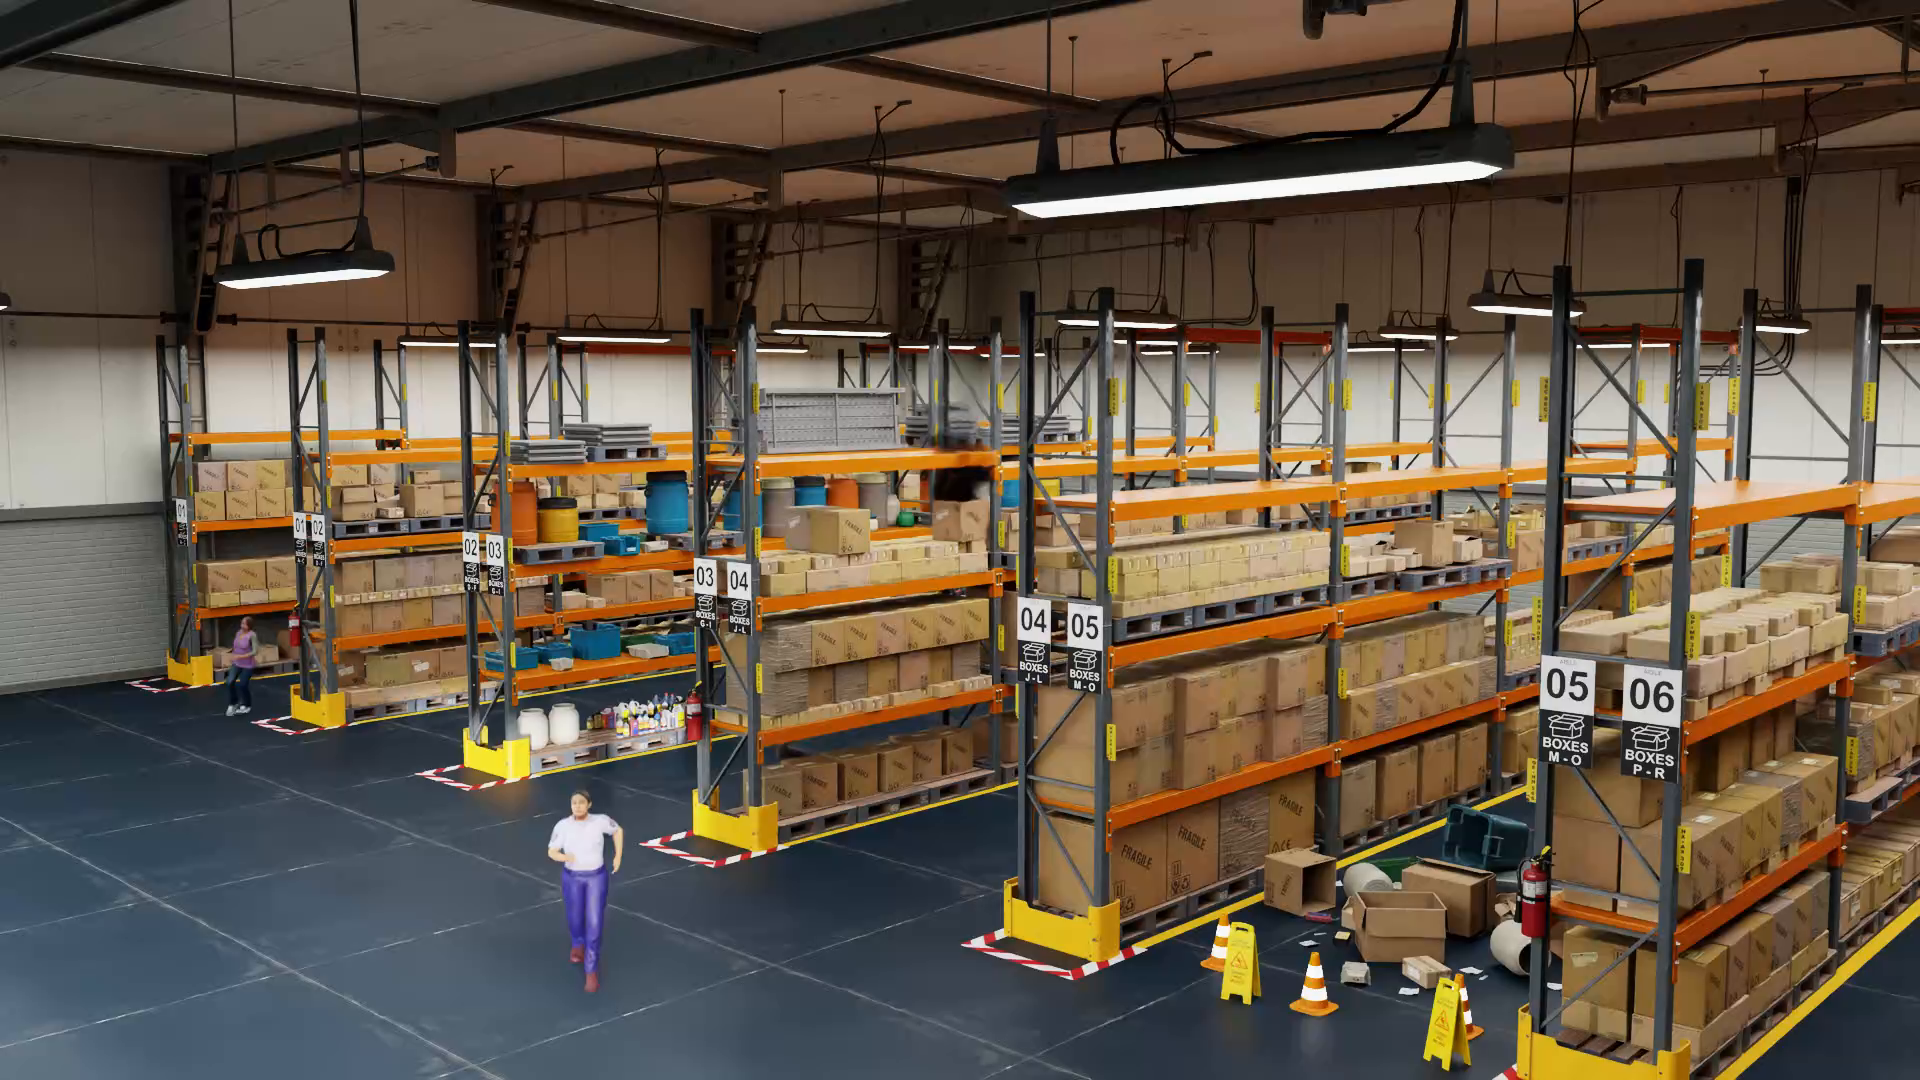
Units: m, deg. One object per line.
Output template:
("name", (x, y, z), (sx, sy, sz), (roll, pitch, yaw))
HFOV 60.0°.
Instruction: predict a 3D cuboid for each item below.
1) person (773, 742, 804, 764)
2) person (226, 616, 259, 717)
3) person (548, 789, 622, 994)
("person", (-2.221, 2.341, 21.460), (0.593, 1.618, 0.714), (4, 7, 35))
("person", (-11.137, 1.960, 25.819), (0.547, 1.568, 0.607), (1, 5, 10))
("person", (-3.268, 3.002, 14.486), (0.608, 1.670, 0.894), (0, 5, -5))
